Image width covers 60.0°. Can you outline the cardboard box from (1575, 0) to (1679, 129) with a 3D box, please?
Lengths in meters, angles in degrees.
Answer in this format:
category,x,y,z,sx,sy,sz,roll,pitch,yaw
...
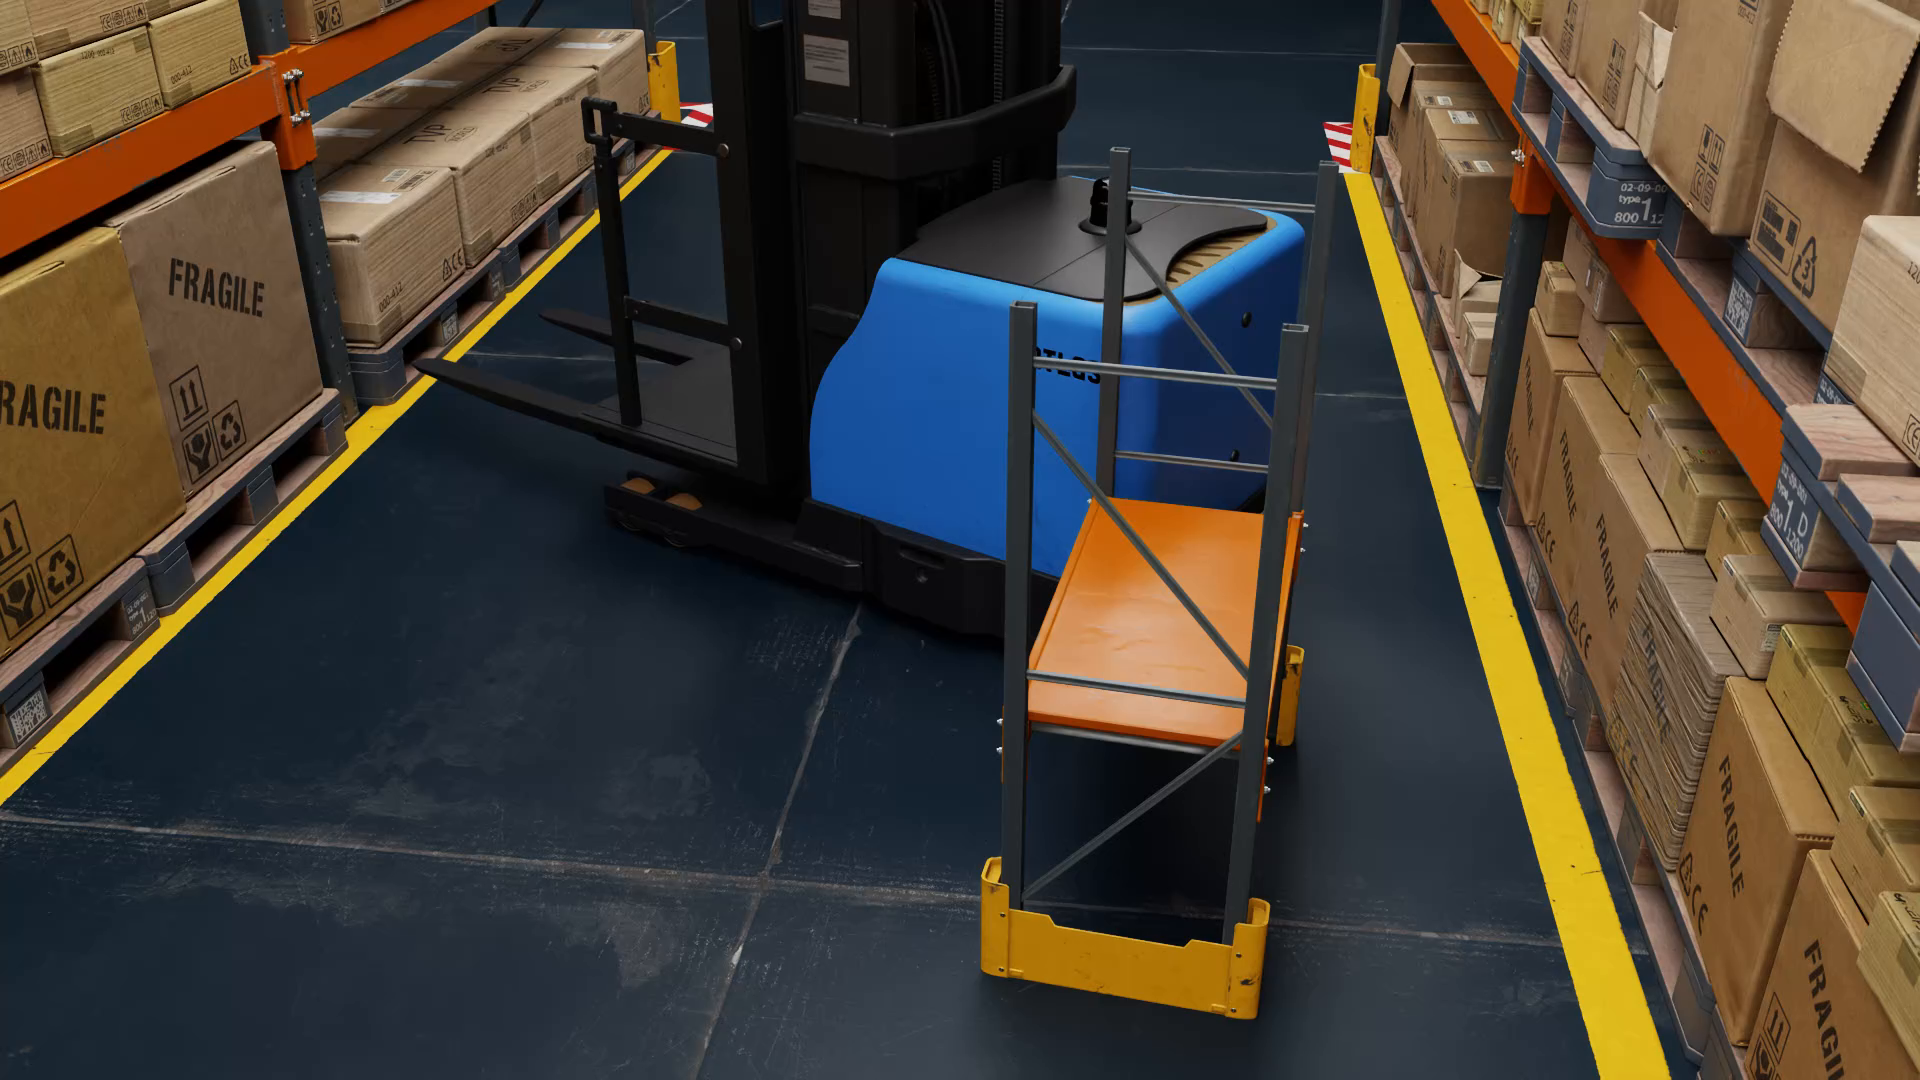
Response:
category,x,y,z,sx,sy,sz,roll,pitch,yaw
cardboard box,1.882,-1.257,3.872,0.700,0.500,0.500,4,29,7

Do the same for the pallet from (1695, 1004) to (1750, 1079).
category,x,y,z,sx,sy,sz,roll,pitch,yaw
pallet,1.866,1.275,2.661,1.003,0.211,1.213,3,28,6

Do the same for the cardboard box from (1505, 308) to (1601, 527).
category,x,y,z,sx,sy,sz,roll,pitch,yaw
cardboard box,1.945,-0.356,4.941,0.500,0.500,0.500,5,29,8

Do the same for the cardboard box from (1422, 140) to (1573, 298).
category,x,y,z,sx,sy,sz,roll,pitch,yaw
cardboard box,2.278,-1.282,6.660,0.700,0.500,0.500,2,28,4

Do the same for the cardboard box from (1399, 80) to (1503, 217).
category,x,y,z,sx,sy,sz,roll,pitch,yaw
cardboard box,2.405,-1.771,7.567,0.700,0.500,0.500,4,29,8

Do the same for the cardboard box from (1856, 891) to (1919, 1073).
category,x,y,z,sx,sy,sz,roll,pitch,yaw
cardboard box,1.549,0.649,2.391,0.380,0.149,0.250,2,28,4

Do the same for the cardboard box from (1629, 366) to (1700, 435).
category,x,y,z,sx,sy,sz,roll,pitch,yaw
cardboard box,1.922,-0.317,4.184,0.380,0.149,0.250,3,28,5

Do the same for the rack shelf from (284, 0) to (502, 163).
category,x,y,z,sx,sy,sz,roll,pitch,yaw
rack shelf,-2.454,-2.398,7.296,1.077,0.370,4.000,3,28,6

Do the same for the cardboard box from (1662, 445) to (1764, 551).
category,x,y,z,sx,sy,sz,roll,pitch,yaw
cardboard box,1.821,-0.084,3.753,0.380,0.149,0.250,4,29,8

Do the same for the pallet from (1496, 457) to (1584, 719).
category,x,y,z,sx,sy,sz,roll,pitch,yaw
pallet,2.165,0.127,4.793,1.003,0.211,1.213,3,28,6

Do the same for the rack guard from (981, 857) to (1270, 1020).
category,x,y,z,sx,sy,sz,roll,pitch,yaw
rack guard,0.335,0.826,3.454,0.587,0.250,0.087,7,29,12

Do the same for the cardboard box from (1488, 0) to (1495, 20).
category,x,y,z,sx,sy,sz,roll,pitch,yaw
cardboard box,2.093,-1.910,5.897,0.380,0.149,0.250,4,29,8

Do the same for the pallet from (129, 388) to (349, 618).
category,x,y,z,sx,sy,sz,roll,pitch,yaw
pallet,-2.719,-0.178,5.357,1.003,0.211,1.213,3,28,6

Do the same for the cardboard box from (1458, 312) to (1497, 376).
category,x,y,z,sx,sy,sz,roll,pitch,yaw
cardboard box,2.004,-0.695,5.941,0.380,0.149,0.250,3,28,5

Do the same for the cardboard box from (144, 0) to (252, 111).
category,x,y,z,sx,sy,sz,roll,pitch,yaw
cardboard box,-2.504,-1.481,4.995,0.500,0.250,0.500,3,28,5

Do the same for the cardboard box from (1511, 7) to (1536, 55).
category,x,y,z,sx,sy,sz,roll,pitch,yaw
cardboard box,2.026,-1.664,5.441,0.380,0.149,0.250,4,29,8

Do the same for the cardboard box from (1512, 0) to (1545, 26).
category,x,y,z,sx,sy,sz,roll,pitch,yaw
cardboard box,2.048,-1.805,5.282,0.500,0.250,0.500,4,29,7

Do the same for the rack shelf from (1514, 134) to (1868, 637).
category,x,y,z,sx,sy,sz,roll,pitch,yaw
rack shelf,1.982,-0.228,3.269,1.077,0.370,4.000,3,28,6

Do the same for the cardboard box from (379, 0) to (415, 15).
category,x,y,z,sx,sy,sz,roll,pitch,yaw
cardboard box,-2.316,-2.259,6.175,0.500,0.500,0.500,4,29,7

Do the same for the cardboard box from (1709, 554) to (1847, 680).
category,x,y,z,sx,sy,sz,roll,pitch,yaw
cardboard box,1.737,0.157,3.305,0.380,0.149,0.250,2,28,4

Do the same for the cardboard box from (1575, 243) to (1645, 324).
category,x,y,z,sx,sy,sz,roll,pitch,yaw
cardboard box,1.935,-0.709,4.598,0.380,0.149,0.250,2,28,4

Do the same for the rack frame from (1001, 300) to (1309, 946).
category,x,y,z,sx,sy,sz,roll,pitch,yaw
rack frame,0.330,0.284,3.141,0.500,1.500,0.032,7,29,12

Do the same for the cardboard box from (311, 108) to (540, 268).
category,x,y,z,sx,sy,sz,roll,pitch,yaw
cardboard box,-2.407,-1.540,7.205,0.875,0.438,0.875,3,28,5

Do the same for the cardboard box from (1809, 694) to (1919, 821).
category,x,y,z,sx,sy,sz,roll,pitch,yaw
cardboard box,1.702,0.406,2.842,0.380,0.149,0.250,4,29,8

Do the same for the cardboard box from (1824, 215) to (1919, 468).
category,x,y,z,sx,sy,sz,roll,pitch,yaw
cardboard box,1.545,-0.238,2.244,0.500,0.250,0.500,2,28,4

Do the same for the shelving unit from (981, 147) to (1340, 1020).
category,x,y,z,sx,sy,sz,roll,pitch,yaw
shelving unit,0.457,0.046,3.583,0.587,1.500,1.083,7,29,12

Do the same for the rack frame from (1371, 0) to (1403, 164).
category,x,y,z,sx,sy,sz,roll,pitch,yaw
rack frame,2.717,-3.369,8.341,1.000,3.000,0.127,3,28,6

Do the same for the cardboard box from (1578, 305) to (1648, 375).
category,x,y,z,sx,sy,sz,roll,pitch,yaw
cardboard box,1.962,-0.568,4.650,0.380,0.149,0.250,3,28,5

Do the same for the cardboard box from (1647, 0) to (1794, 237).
category,x,y,z,sx,sy,sz,roll,pitch,yaw
cardboard box,1.786,-0.887,3.186,0.700,0.500,0.500,3,28,6

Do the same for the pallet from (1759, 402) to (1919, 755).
category,x,y,z,sx,sy,sz,roll,pitch,yaw
pallet,1.750,0.158,1.996,1.213,0.211,1.003,3,28,6

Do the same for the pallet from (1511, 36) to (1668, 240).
category,x,y,z,sx,sy,sz,roll,pitch,yaw
pallet,2.021,-1.032,4.205,1.003,0.211,1.213,3,28,6

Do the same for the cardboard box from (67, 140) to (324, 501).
category,x,y,z,sx,sy,sz,roll,pitch,yaw
cardboard box,-2.696,-0.726,5.232,0.875,0.875,0.875,4,29,8

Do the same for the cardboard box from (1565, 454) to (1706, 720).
category,x,y,z,sx,sy,sz,roll,pitch,yaw
cardboard box,1.824,0.130,4.039,0.500,0.500,0.500,3,28,5

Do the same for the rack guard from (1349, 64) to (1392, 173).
category,x,y,z,sx,sy,sz,roll,pitch,yaw
rack guard,2.708,-2.233,8.867,1.175,0.500,0.348,3,28,6

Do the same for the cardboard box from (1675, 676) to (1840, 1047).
category,x,y,z,sx,sy,sz,roll,pitch,yaw
cardboard box,1.709,0.619,3.131,0.500,0.500,0.500,5,29,8

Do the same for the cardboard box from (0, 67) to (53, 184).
category,x,y,z,sx,sy,sz,roll,pitch,yaw
cardboard box,-2.649,-1.005,4.111,0.500,0.250,0.500,3,28,5

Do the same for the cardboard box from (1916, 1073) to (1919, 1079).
category,x,y,z,sx,sy,sz,roll,pitch,yaw
cardboard box,1.576,1.101,2.237,0.500,0.500,0.500,4,29,8

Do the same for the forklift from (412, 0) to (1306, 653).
category,x,y,z,sx,sy,sz,roll,pitch,yaw
forklift,-0.521,-1.456,4.863,3.031,2.935,1.130,18,33,29

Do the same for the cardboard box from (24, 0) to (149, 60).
category,x,y,z,sx,sy,sz,roll,pitch,yaw
cardboard box,-2.566,-1.470,4.446,0.500,0.250,0.500,4,29,7

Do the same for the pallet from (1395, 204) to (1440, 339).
category,x,y,z,sx,sy,sz,roll,pitch,yaw
pallet,2.459,-1.158,7.176,1.003,0.211,1.213,3,28,6

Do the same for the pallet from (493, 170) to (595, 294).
category,x,y,z,sx,sy,sz,roll,pitch,yaw
pallet,-2.382,-1.474,7.764,1.003,0.211,1.213,3,28,6

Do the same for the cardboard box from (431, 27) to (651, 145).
category,x,y,z,sx,sy,sz,roll,pitch,yaw
cardboard box,-2.191,-2.396,8.794,0.875,0.438,0.875,2,28,4

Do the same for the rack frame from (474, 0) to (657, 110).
category,x,y,z,sx,sy,sz,roll,pitch,yaw
rack frame,-2.209,-3.656,8.873,1.000,3.000,0.127,3,28,6
